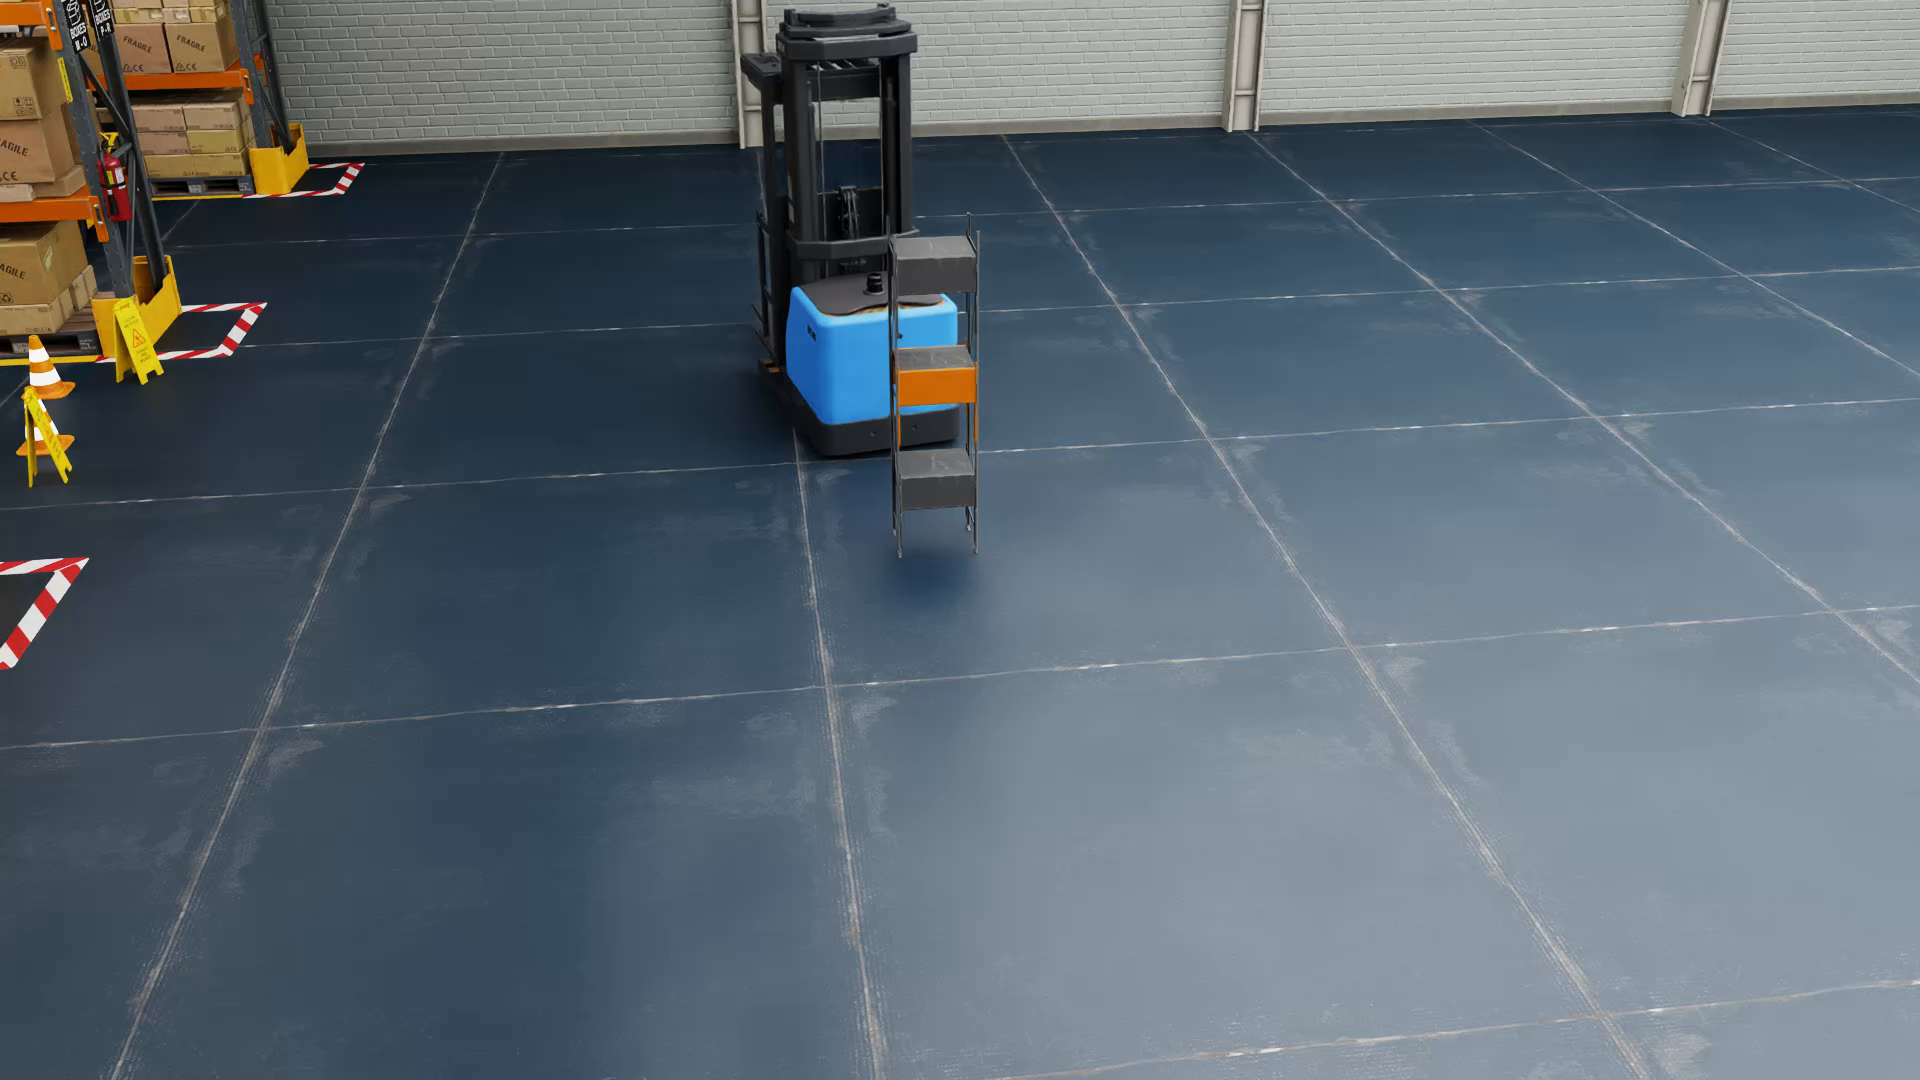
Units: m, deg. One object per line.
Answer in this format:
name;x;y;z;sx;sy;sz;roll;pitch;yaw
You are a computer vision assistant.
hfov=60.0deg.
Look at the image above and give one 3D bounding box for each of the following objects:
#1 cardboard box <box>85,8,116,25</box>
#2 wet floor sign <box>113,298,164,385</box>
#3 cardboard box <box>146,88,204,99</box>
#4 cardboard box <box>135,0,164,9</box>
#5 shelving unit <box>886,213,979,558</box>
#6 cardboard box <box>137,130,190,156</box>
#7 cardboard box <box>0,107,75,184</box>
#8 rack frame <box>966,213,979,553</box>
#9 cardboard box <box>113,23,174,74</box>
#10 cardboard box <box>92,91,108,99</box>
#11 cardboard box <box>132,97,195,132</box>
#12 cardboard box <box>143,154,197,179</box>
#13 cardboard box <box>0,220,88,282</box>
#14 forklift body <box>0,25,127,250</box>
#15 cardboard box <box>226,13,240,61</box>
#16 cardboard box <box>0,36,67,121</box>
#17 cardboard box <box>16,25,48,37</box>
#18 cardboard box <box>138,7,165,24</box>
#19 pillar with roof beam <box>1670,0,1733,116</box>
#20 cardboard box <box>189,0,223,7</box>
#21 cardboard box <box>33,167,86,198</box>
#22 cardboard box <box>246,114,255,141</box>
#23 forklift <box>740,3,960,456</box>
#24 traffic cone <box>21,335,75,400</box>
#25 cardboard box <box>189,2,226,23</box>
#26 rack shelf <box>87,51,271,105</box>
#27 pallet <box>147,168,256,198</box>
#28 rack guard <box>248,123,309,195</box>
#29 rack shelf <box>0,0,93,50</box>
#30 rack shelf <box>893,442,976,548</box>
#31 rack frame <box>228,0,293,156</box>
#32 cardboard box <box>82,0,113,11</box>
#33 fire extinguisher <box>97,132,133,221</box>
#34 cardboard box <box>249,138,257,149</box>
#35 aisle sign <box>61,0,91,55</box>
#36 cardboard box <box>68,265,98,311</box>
cardboard box;-8.901;-5.464;17.293;0.250;0.149;0.380;-5;28;-9
wet floor sign;-6.545;-1.584;13.131;0.232;0.644;0.267;6;28;11
cardboard box;-8.574;-4.777;18.231;0.500;0.250;0.500;-4;27;-7
cardboard box;-8.398;-5.636;17.302;0.250;0.149;0.380;-3;27;-6
shelving unit;-0.164;-0.924;10.250;0.503;2.100;0.431;-4;27;-7
cardboard box;-8.514;-4.334;17.914;0.500;0.250;0.500;-4;27;-8
cardboard box;-7.381;-3.121;13.112;0.500;0.500;0.500;-4;27;-8
rack frame;0.078;-0.939;10.280;0.015;2.100;0.400;-4;27;-7
cardboard box;-8.543;-5.213;17.514;0.500;0.500;0.500;-3;27;-5
cardboard box;-9.579;-4.720;18.121;0.500;0.250;0.500;-4;27;-8
cardboard box;-8.494;-4.550;17.788;0.500;0.250;0.500;-3;27;-6
cardboard box;-8.492;-4.110;18.027;0.500;0.250;0.500;-4;27;-7
cardboard box;-7.743;-2.472;14.013;0.500;0.500;0.500;-5;28;-9
forklift body;-9.201;-4.024;16.237;1.214;2.155;2.313;-4;27;-7
cardboard box;-8.106;-5.486;18.046;0.500;0.500;0.500;-3;27;-5
cardboard box;-7.357;-3.594;12.938;0.500;0.500;0.700;-4;27;-8
cardboard box;-9.546;-5.143;17.378;0.500;0.500;0.500;-3;27;-7
cardboard box;-8.396;-5.513;17.388;0.250;0.149;0.380;-3;27;-6
pillar with roof beam;10.032;-7.578;15.662;0.400;9.000;9.100;-4;27;-7
cardboard box;-7.902;-5.694;17.416;0.250;0.149;0.380;-4;27;-7
cardboard box;-7.222;-2.871;13.335;0.250;0.149;0.380;-3;27;-5
cardboard box;-8.072;-4.597;18.428;0.500;0.250;0.500;-3;27;-6
forklift;-0.968;-2.551;12.510;1.130;2.935;3.031;-9;29;-17
traffic cone;-7.128;-1.364;12.902;0.334;0.463;0.336;-4;27;-7
cardboard box;-7.881;-5.531;17.424;0.250;0.149;0.380;-3;27;-6
rack shelf;-9.557;-4.900;17.801;4.000;0.370;1.077;-4;27;-7
pallet;-8.328;-4.039;18.390;1.213;0.211;1.003;-4;27;-7
rack guard;-7.553;-4.236;18.459;0.348;0.500;1.175;-4;27;-7
rack shelf;-8.862;-3.991;12.744;4.000;0.370;1.077;-4;27;-7
rack shelf;-0.164;-0.289;10.576;0.480;0.518;0.431;-4;27;-7
rack frame;-7.577;-5.347;17.885;0.127;3.000;1.000;-4;27;-7
cardboard box;-8.897;-5.587;17.207;0.250;0.149;0.380;-3;27;-6
fire extinguisher;-6.704;-2.868;13.138;0.183;0.674;0.296;-4;27;-7
cardboard box;-8.091;-4.368;18.528;0.500;0.250;0.500;-4;27;-7
aisle sign;-6.780;-4.133;12.671;0.004;0.787;0.394;-4;27;-7
cardboard box;-7.719;-2.141;14.188;0.500;0.250;0.500;-4;27;-8
